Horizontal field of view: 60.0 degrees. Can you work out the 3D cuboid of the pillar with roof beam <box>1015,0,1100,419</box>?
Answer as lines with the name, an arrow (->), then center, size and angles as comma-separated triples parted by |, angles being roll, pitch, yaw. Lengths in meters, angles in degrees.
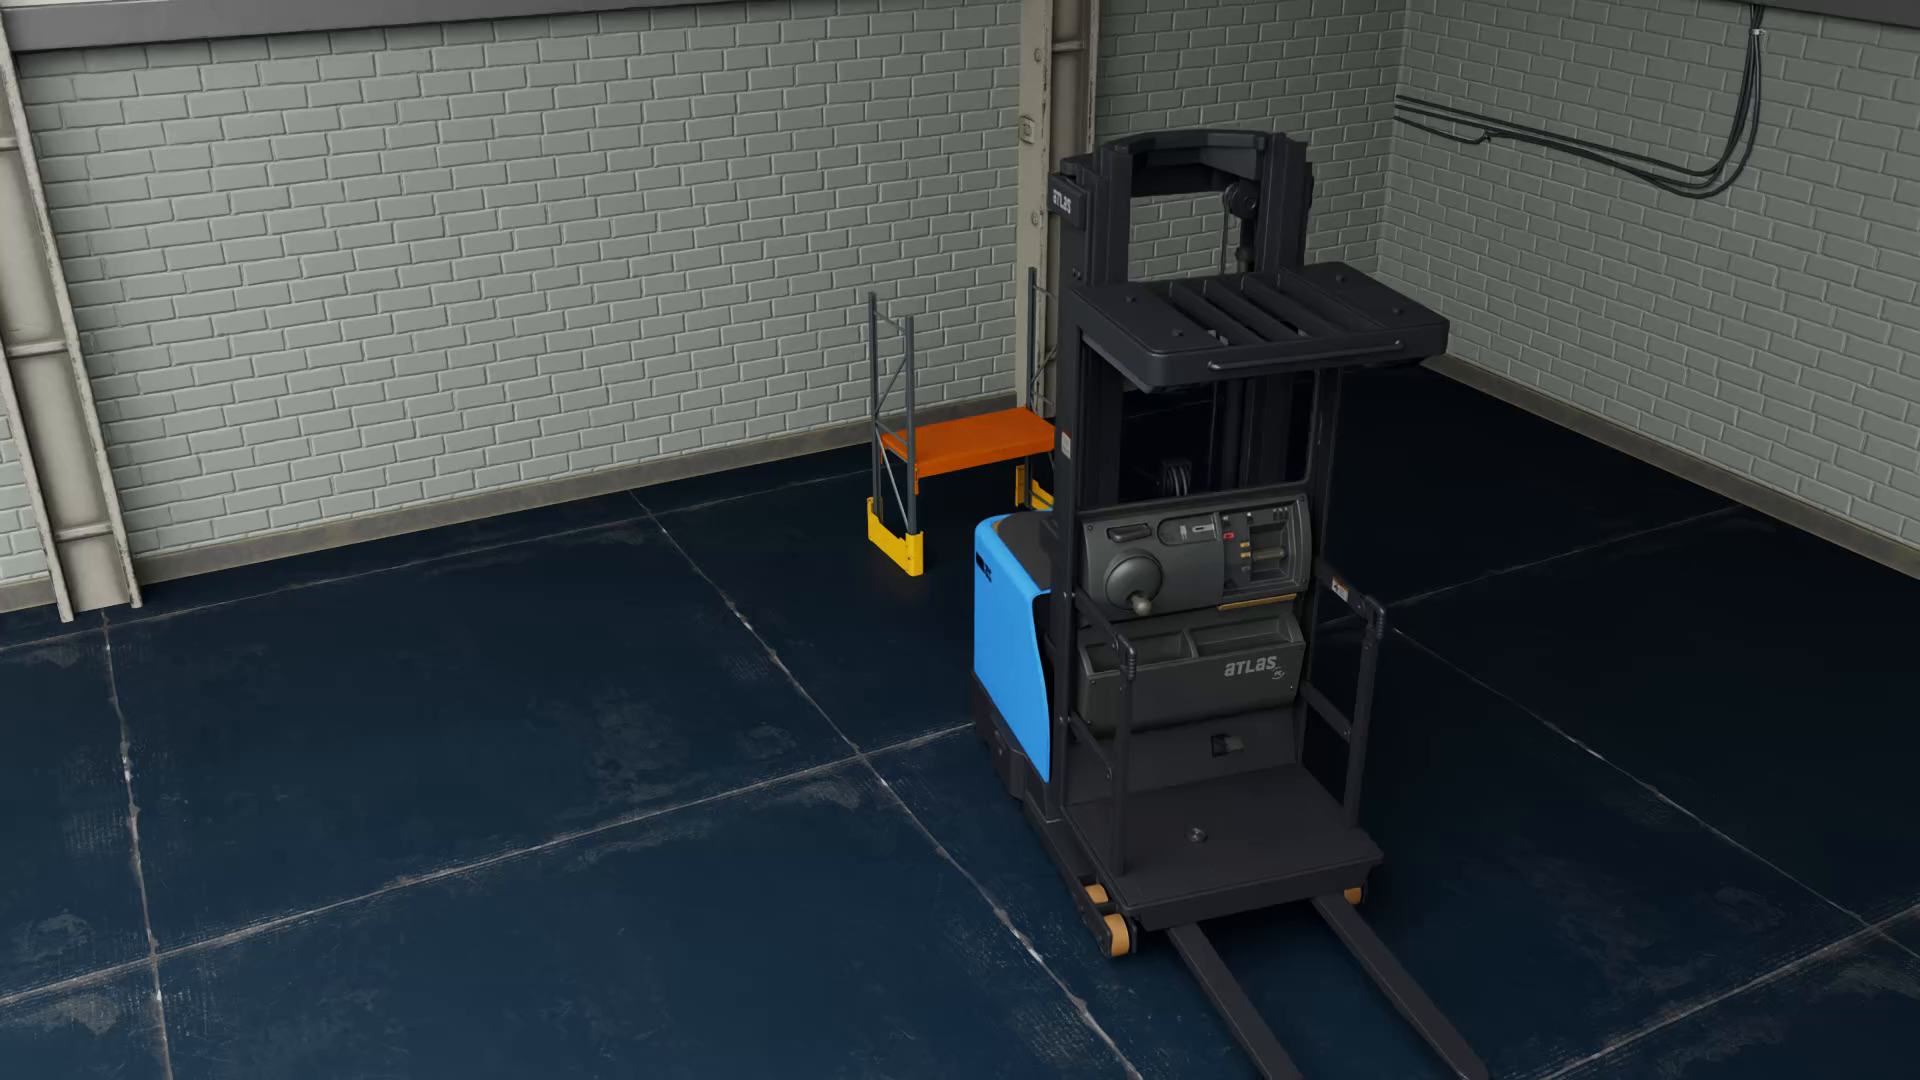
pillar with roof beam -> 2.652, -3.295, 6.215 | 0.400, 9.000, 9.100 | -13, 29, -25

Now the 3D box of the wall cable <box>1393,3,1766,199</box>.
wall cable -> 3.848, -3.634, 10.509 | 0.112, 2.526, 3.097 | -13, 29, -25

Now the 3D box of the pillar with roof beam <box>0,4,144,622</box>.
pillar with roof beam -> -2.642, -2.072, 3.670 | 0.400, 9.000, 9.100 | -13, 29, -25

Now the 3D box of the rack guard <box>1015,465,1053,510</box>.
rack guard -> 0.507, -0.230, 9.939 | 0.087, 0.250, 0.587 | -13, 29, -25

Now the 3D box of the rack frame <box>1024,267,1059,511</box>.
rack frame -> 0.524, -0.797, 9.677 | 0.032, 1.500, 0.500 | -13, 29, -25

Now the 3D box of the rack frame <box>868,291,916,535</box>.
rack frame -> -0.373, -0.590, 9.246 | 0.032, 1.500, 0.500 | -13, 29, -25

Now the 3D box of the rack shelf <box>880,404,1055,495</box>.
rack shelf -> 0.075, -0.531, 9.539 | 1.000, 0.185, 0.538 | -13, 29, -25

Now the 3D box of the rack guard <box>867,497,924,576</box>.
rack guard -> -0.372, -0.027, 9.517 | 0.087, 0.250, 0.587 | -13, 29, -25

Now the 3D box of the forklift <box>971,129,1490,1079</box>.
forklift -> 0.981, 0.090, 6.176 | 1.130, 2.935, 3.031 | -8, 27, -16

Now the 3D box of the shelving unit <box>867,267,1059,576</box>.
shelving unit -> 0.067, -0.692, 9.458 | 1.083, 1.500, 0.587 | -13, 29, -25
